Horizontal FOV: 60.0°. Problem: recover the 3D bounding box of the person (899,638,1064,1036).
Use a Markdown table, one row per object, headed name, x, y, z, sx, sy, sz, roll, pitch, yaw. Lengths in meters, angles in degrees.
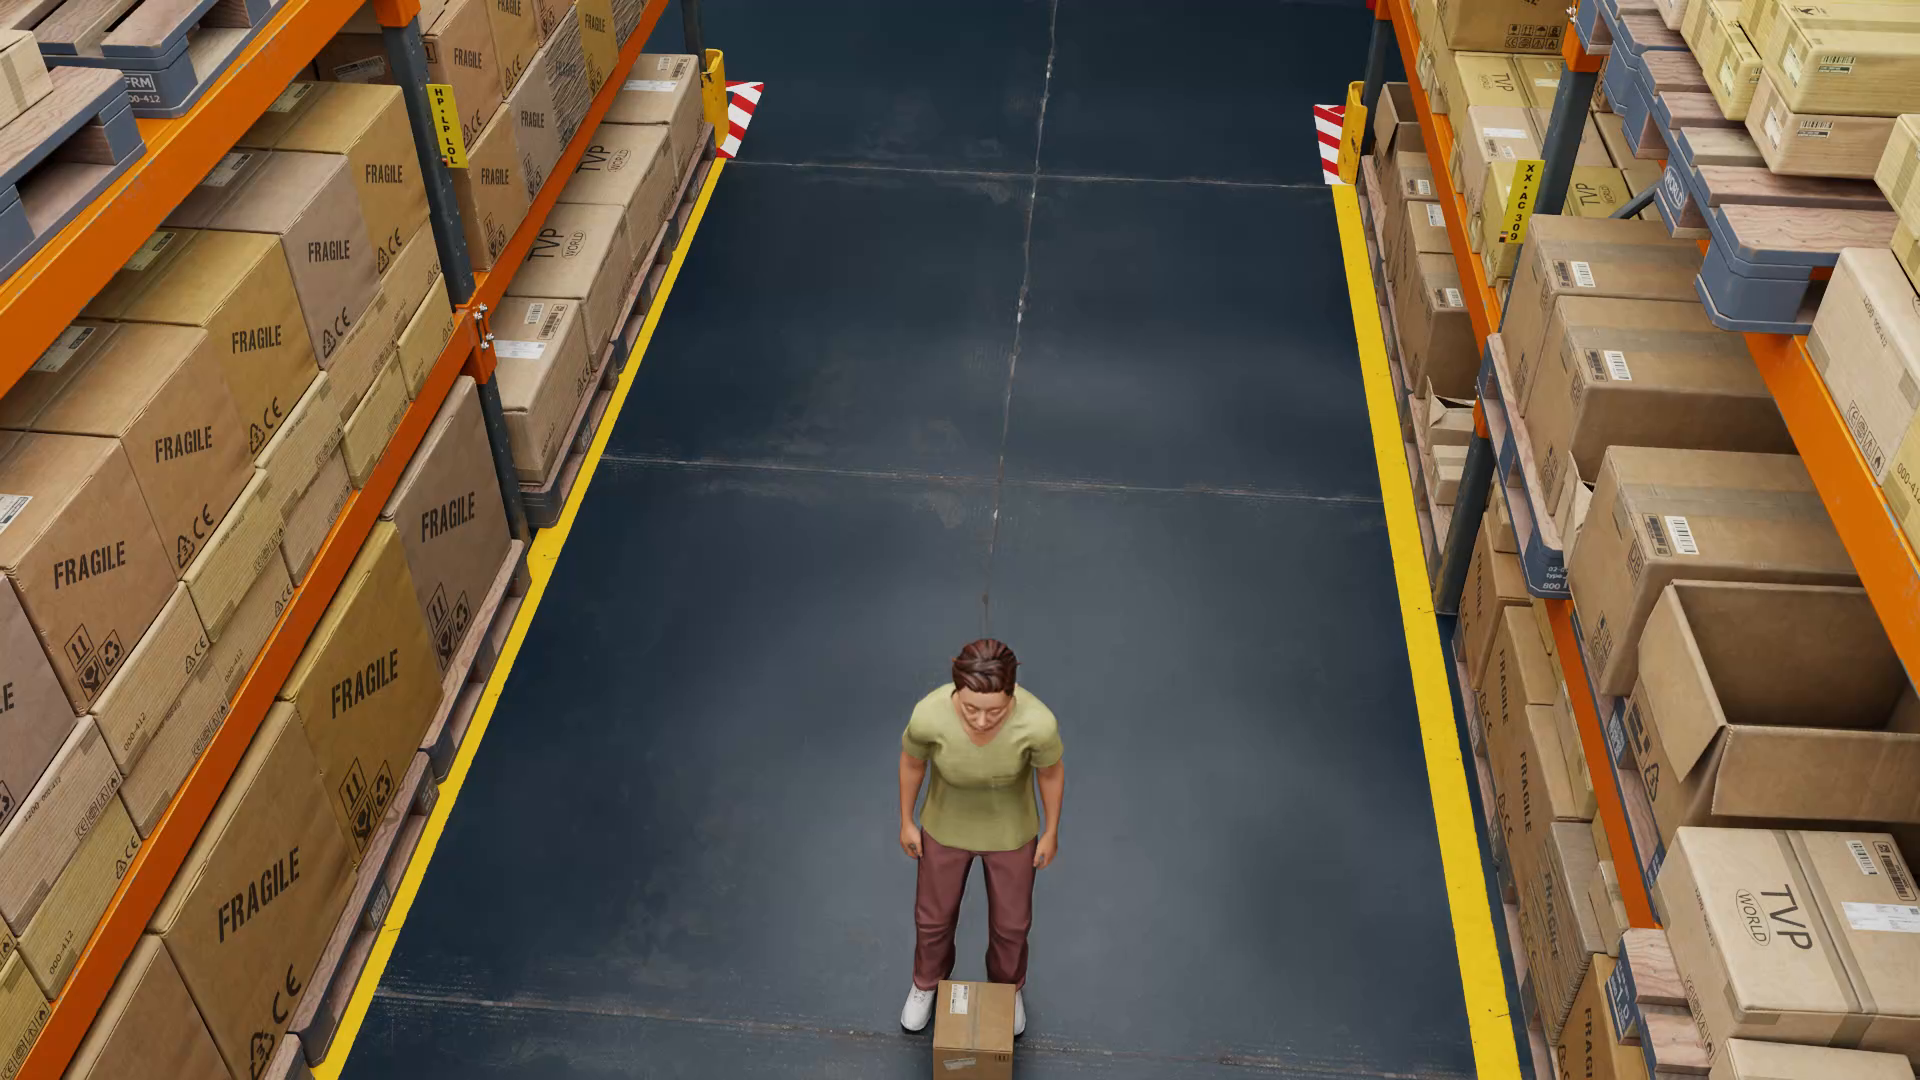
| name | x | y | z | sx | sy | sz | roll | pitch | yaw |
| --- | --- | --- | --- | --- | --- | --- | --- | --- | --- |
| person | 0.060 | 0.901 | 5.091 | 0.499 | 1.673 | 0.355 | 3 | 40 | 4 |
